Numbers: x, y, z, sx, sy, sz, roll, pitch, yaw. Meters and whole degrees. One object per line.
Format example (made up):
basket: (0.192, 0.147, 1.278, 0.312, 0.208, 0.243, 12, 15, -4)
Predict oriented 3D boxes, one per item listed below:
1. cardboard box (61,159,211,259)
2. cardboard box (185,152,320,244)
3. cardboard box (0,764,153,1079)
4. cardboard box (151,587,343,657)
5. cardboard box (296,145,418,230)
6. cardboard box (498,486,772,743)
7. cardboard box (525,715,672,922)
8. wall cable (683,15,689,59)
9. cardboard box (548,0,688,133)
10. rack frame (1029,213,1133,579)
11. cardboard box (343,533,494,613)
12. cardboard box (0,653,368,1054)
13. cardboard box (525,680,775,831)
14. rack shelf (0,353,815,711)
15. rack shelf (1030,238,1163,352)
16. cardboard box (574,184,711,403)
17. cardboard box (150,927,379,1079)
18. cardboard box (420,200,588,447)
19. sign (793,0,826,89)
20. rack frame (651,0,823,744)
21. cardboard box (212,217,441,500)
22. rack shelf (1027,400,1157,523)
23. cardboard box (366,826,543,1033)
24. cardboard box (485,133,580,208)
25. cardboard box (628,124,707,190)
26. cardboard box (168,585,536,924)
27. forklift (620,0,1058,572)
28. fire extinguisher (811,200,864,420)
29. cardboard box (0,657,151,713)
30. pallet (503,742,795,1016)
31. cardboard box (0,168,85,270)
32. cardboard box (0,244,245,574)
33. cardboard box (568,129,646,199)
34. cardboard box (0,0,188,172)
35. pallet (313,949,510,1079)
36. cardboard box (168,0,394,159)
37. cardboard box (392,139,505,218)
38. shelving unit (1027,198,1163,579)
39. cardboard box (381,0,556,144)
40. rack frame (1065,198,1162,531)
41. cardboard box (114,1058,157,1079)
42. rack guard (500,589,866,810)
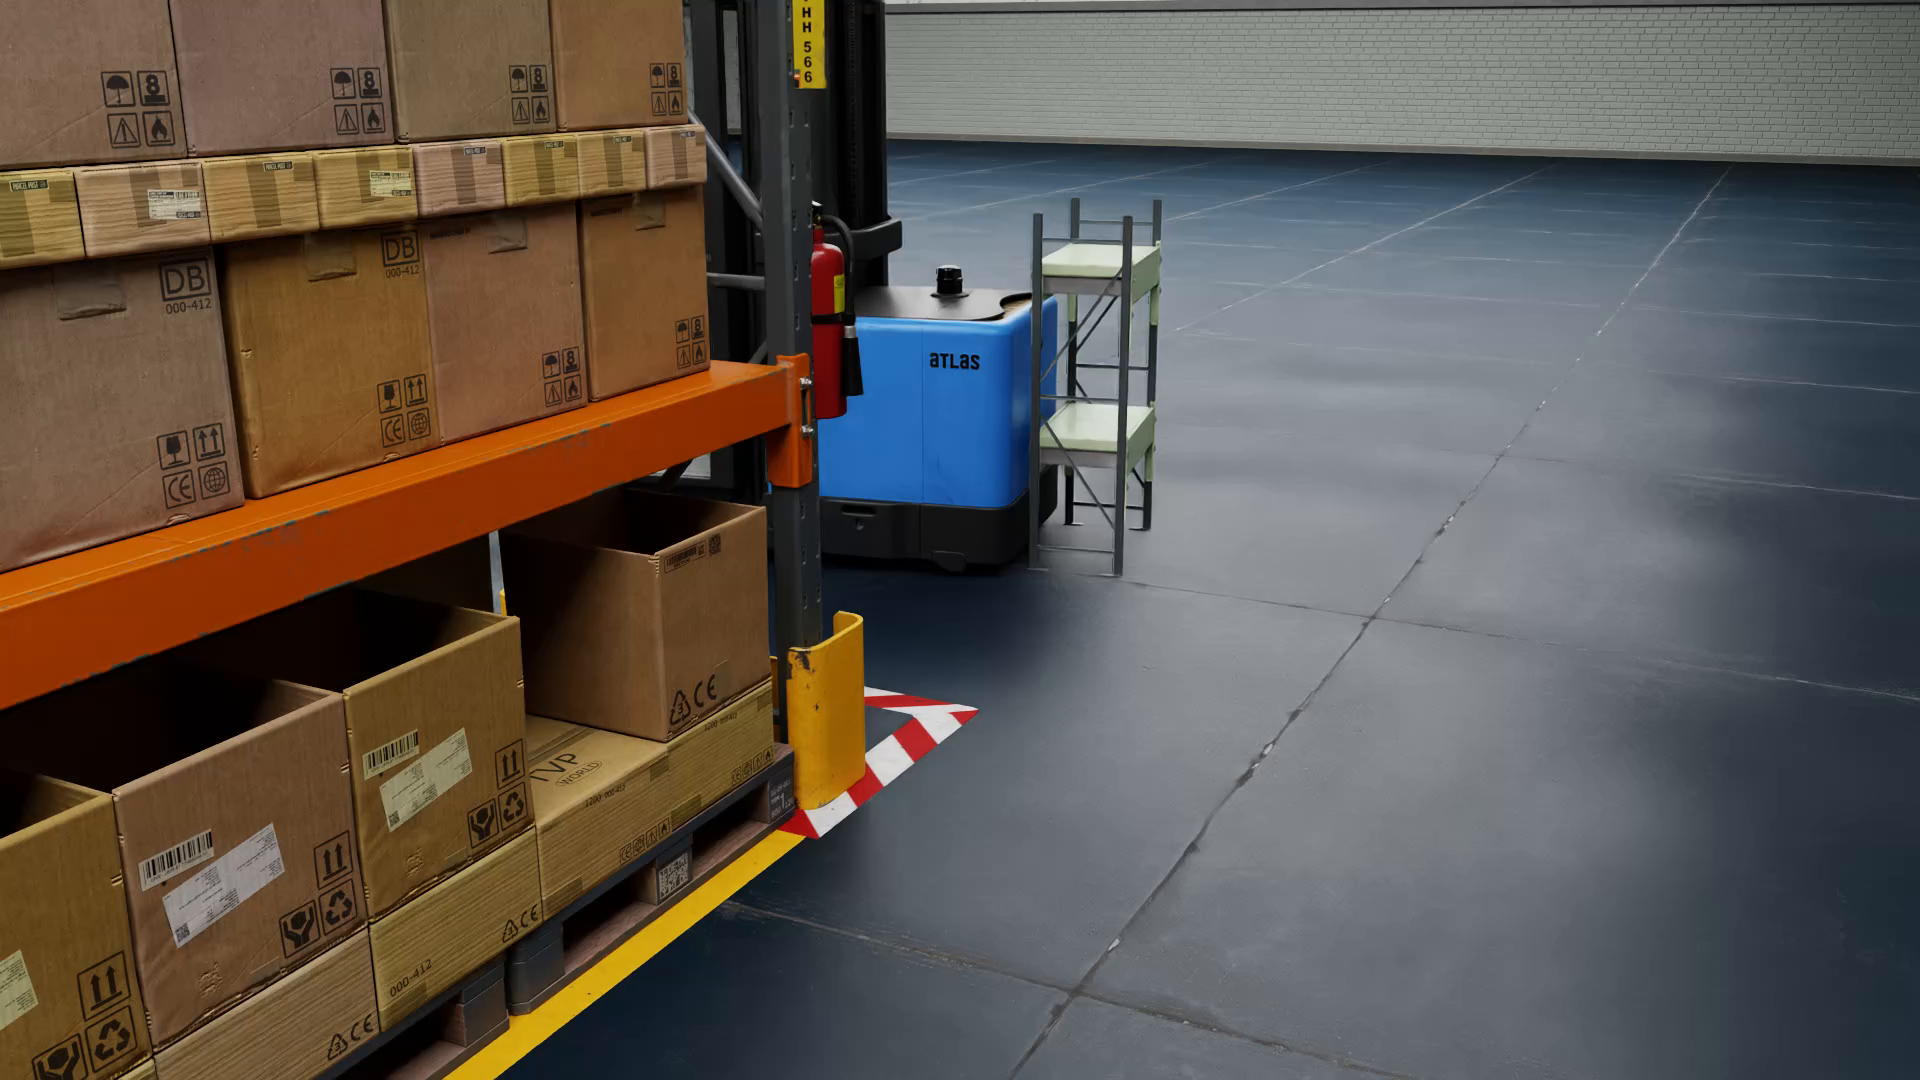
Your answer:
cardboard box: (-1.570, -0.595, 2.946, 0.380, 0.149, 0.250, 8, 18, 25)
cardboard box: (-1.456, -0.661, 3.166, 0.380, 0.149, 0.250, 9, 19, 27)
cardboard box: (-1.731, 0.690, 2.708, 0.500, 0.500, 0.500, 8, 18, 25)
cardboard box: (-1.750, 0.369, 3.789, 0.500, 0.500, 0.500, 8, 18, 25)
cardboard box: (-1.340, -0.728, 3.392, 0.380, 0.149, 0.250, 9, 19, 27)
cardboard box: (-0.851, 0.178, 4.430, 0.500, 0.500, 0.500, 8, 18, 25)
cardboard box: (-1.066, 0.666, 4.104, 0.500, 0.250, 0.500, 8, 18, 25)
wall cable: (-8.259, -13.454, 42.471, 3.097, 2.526, 0.112, 8, 18, 25)
cardboard box: (-1.122, -1.292, 4.153, 0.700, 0.500, 0.500, 8, 18, 26)
rack frame: (0.489, -0.576, 6.828, 0.400, 1.500, 0.023, 5, 17, 15)
cardboard box: (-1.538, 0.240, 4.223, 0.500, 0.500, 0.500, 8, 18, 25)
cardboard box: (-1.510, 0.562, 3.138, 0.500, 0.500, 0.500, 8, 18, 25)
cardboard box: (-0.853, 0.538, 4.538, 0.500, 0.250, 0.500, 8, 18, 25)
rack shelf: (-1.772, 0.101, 3.180, 1.077, 0.370, 4.000, 8, 18, 25)
rack shelf: (0.587, -1.050, 7.055, 0.431, 0.370, 0.720, 5, 17, 15)
cardboard box: (-1.098, -0.684, 4.383, 0.700, 0.500, 0.500, 8, 18, 25)
cardboard box: (-1.513, 0.921, 3.246, 0.500, 0.250, 0.500, 8, 18, 25)
cardboard box: (-1.328, -0.550, 3.931, 0.700, 0.500, 0.500, 9, 19, 27)
sign: (-0.399, -1.349, 4.350, 0.100, 0.325, 0.005, 8, 18, 25)
rack frame: (-0.878, -0.753, 4.793, 1.000, 3.000, 0.127, 8, 18, 25)
cardboard box: (-1.556, -0.424, 3.508, 0.700, 0.500, 0.500, 8, 18, 26)
rack shelf: (0.587, -0.364, 7.259, 0.431, 0.370, 0.720, 5, 17, 15)
cardboard box: (-1.288, 0.794, 3.674, 0.500, 0.250, 0.500, 8, 18, 25)
cardboard box: (-1.108, -0.859, 3.832, 0.380, 0.149, 0.250, 8, 18, 25)
cardboard box: (-0.878, -0.991, 4.277, 0.380, 0.149, 0.250, 8, 18, 24)
cardboard box: (-1.285, 0.435, 3.566, 0.500, 0.500, 0.500, 8, 18, 25)
forklift: (-1.120, -1.486, 7.380, 3.031, 2.935, 1.130, 5, 17, 15)
fire extinguisher: (-0.410, -0.687, 4.706, 0.296, 0.674, 0.183, 8, 18, 25)
cardboard box: (-1.989, 0.494, 3.368, 0.500, 0.500, 0.500, 8, 18, 25)
pallet: (-1.182, 0.783, 4.516, 1.003, 0.211, 1.213, 8, 18, 25)
cardboard box: (-1.683, -0.532, 2.733, 0.380, 0.149, 0.250, 8, 18, 25)
cardboard box: (-1.787, -0.289, 3.055, 0.700, 0.500, 0.500, 9, 19, 27)
cardboard box: (-0.994, -0.924, 4.052, 0.380, 0.149, 0.250, 9, 19, 27)
cardboard box: (-1.800, -0.902, 2.838, 0.700, 0.500, 0.500, 8, 18, 25)
pallet: (-1.729, 1.093, 3.473, 1.003, 0.211, 1.213, 8, 18, 25)
cardboard box: (-1.576, -1.029, 3.267, 0.700, 0.500, 0.500, 8, 18, 26)
cardboard box: (-1.223, -0.795, 3.617, 0.380, 0.149, 0.250, 8, 18, 26)
shelving unit: (0.587, -0.676, 7.166, 0.431, 1.500, 0.755, 5, 17, 15)
cardboard box: (-1.352, -1.158, 3.700, 0.700, 0.500, 0.500, 8, 18, 24)
rack frame: (0.685, -0.776, 7.504, 0.400, 1.500, 0.023, 5, 17, 15)
cardboard box: (-1.731, 1.049, 2.815, 0.500, 0.250, 0.500, 8, 18, 25)
rack guard: (-0.867, 0.439, 5.169, 1.175, 0.500, 0.348, 8, 18, 25)
